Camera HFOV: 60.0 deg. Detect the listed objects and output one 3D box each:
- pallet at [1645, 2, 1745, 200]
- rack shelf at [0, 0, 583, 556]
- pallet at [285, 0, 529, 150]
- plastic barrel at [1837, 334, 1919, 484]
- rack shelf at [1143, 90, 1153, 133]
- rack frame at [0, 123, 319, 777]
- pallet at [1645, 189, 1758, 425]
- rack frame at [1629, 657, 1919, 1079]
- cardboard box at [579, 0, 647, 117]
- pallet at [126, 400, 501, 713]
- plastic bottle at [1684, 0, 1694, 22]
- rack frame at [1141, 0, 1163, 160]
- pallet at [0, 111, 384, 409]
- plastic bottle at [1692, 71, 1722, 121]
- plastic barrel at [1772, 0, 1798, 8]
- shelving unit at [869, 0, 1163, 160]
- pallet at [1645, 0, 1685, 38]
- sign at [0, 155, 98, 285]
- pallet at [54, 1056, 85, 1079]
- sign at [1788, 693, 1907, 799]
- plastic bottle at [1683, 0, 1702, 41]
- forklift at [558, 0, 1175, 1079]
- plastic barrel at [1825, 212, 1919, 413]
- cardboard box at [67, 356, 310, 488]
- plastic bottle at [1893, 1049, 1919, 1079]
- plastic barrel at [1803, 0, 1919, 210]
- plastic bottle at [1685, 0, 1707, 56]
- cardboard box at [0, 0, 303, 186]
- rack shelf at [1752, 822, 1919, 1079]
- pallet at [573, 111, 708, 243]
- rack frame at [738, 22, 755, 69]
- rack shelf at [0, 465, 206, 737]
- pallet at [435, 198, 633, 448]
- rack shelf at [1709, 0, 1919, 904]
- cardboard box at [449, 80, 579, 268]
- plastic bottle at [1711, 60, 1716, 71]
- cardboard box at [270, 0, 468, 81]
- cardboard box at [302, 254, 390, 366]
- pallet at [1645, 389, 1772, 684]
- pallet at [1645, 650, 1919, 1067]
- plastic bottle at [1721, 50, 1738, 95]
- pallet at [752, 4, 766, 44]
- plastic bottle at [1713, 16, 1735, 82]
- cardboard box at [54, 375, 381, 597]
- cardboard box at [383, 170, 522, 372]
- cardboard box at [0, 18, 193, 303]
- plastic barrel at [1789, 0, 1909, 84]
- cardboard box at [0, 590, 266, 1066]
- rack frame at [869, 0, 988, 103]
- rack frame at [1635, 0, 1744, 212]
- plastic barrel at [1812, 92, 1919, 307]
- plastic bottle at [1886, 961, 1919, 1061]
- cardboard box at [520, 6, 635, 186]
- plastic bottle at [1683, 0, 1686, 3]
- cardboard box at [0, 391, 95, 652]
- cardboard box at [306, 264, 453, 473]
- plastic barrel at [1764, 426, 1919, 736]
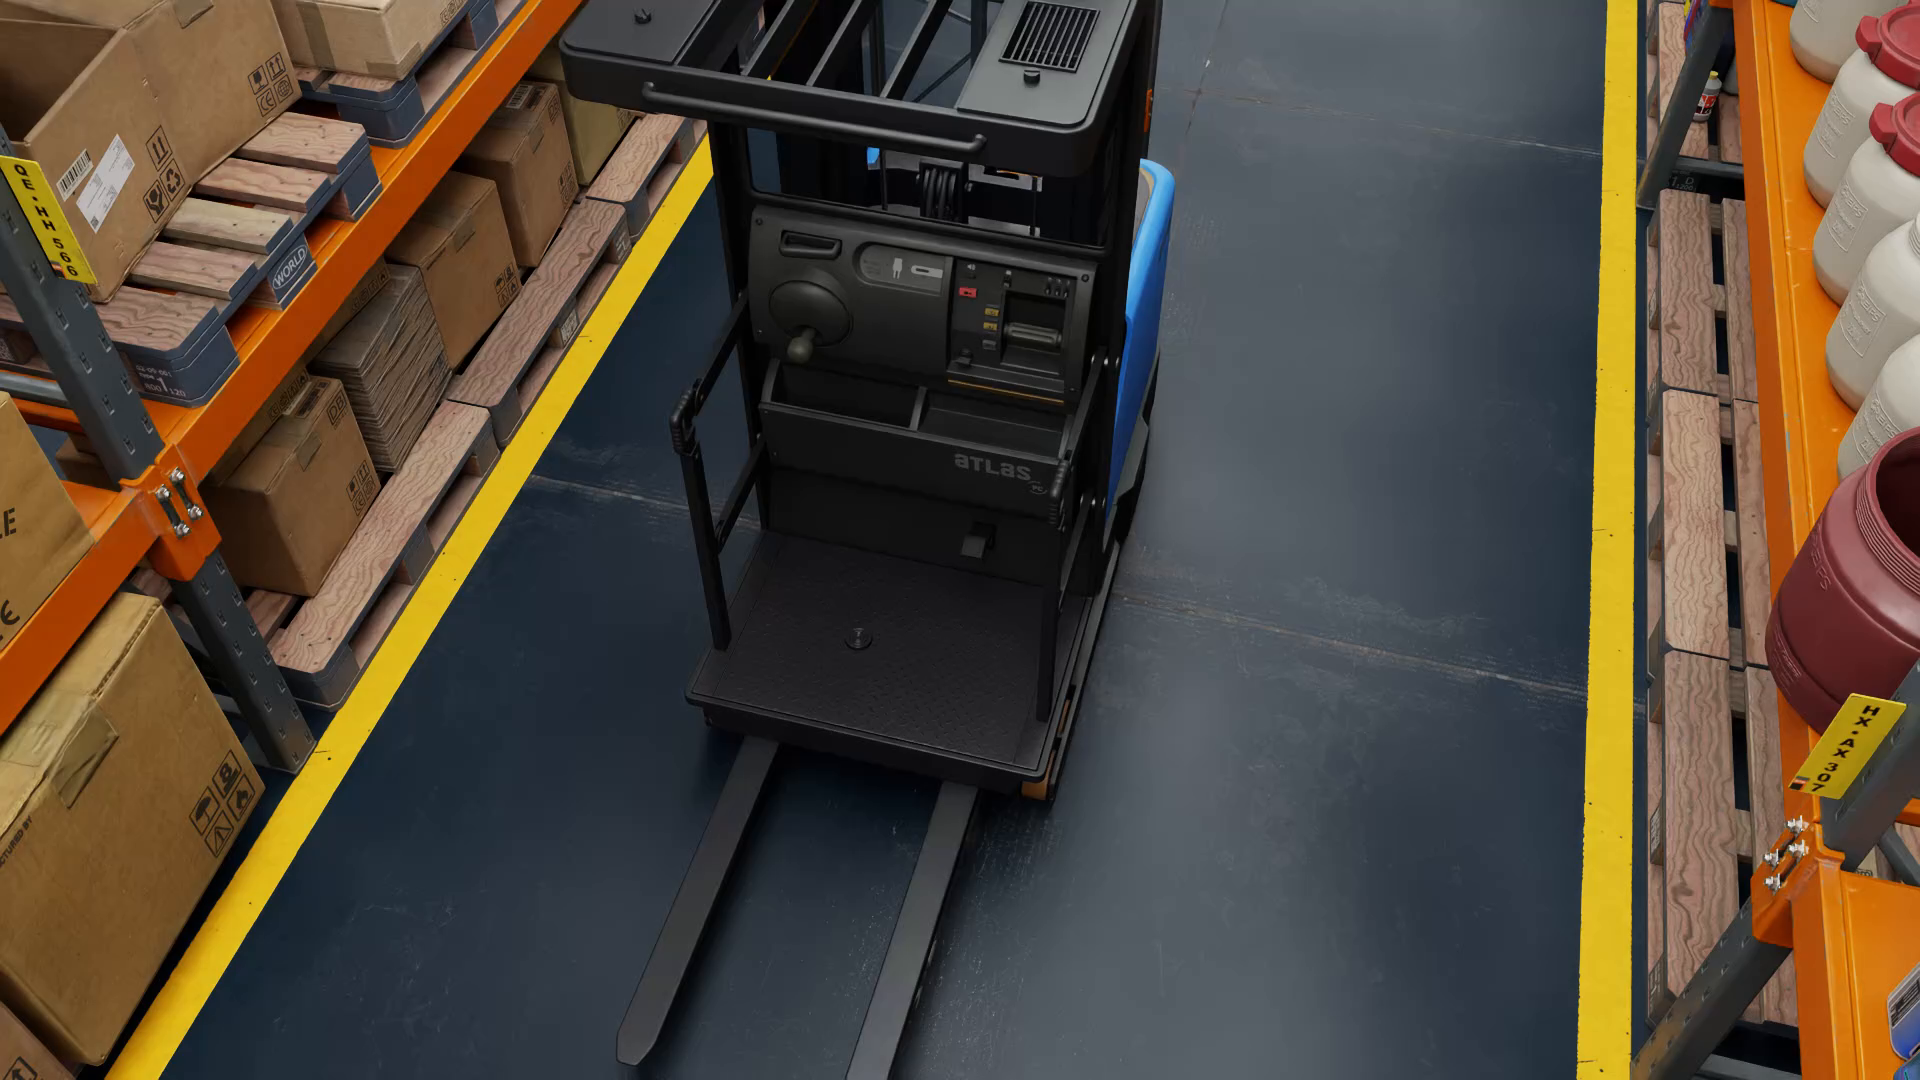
[{"bbox_3d":[3.548,-1.880,7.269,1.003,0.211,1.213,12,50,10],"label":"pallet"},{"bbox_3d":[-1.974,-1.618,5.657,1.077,0.370,4.000,12,50,10],"label":"rack shelf"},{"bbox_3d":[-2.019,-1.786,5.454,1.003,0.211,1.213,12,50,10],"label":"pallet"},{"bbox_3d":[2.343,-0.255,3.900,0.421,0.512,0.421,0,49,0],"label":"plastic barrel"},{"bbox_3d":[0.220,-1.511,6.323,0.538,0.185,1.000,33,56,26],"label":"rack shelf"},{"bbox_3d":[-2.500,-0.410,4.111,1.000,3.000,0.127,12,50,10],"label":"rack frame"},{"bbox_3d":[3.161,-0.827,6.339,1.003,0.211,1.213,12,50,10],"label":"pallet"},{"bbox_3d":[2.278,0.568,3.248,1.000,3.000,0.127,12,50,10],"label":"rack frame"},{"bbox_3d":[-1.630,-2.181,7.048,0.700,0.500,0.500,8,49,7],"label":"cardboard box"},{"bbox_3d":[-2.293,-0.052,5.655,1.003,0.211,1.213,12,50,10],"label":"pallet"},{"bbox_3d":[3.358,-2.490,7.420,0.144,0.351,0.185,11,50,10],"label":"plastic bottle"},{"bbox_3d":[0.551,-1.919,6.444,0.500,1.500,0.032,33,56,26],"label":"rack frame"},{"bbox_3d":[-2.416,-0.883,4.656,1.213,0.211,1.003,12,50,10],"label":"pallet"},{"bbox_3d":[3.126,-1.869,6.972,0.097,0.201,0.097,0,49,0],"label":"plastic bottle"},{"bbox_3d":[2.937,-2.272,5.420,0.600,0.901,0.708,12,50,10],"label":"plastic barrel"},{"bbox_3d":[0.214,-1.625,6.184,0.587,1.500,1.083,33,56,26],"label":"shelving unit"},{"bbox_3d":[3.867,-2.765,8.050,1.003,0.211,1.213,12,50,10],"label":"pallet"},{"bbox_3d":[-1.964,-0.686,3.582,0.100,0.325,0.005,12,50,10],"label":"sign"},{"bbox_3d":[-2.781,1.069,4.666,1.003,0.211,1.213,12,50,10],"label":"pallet"},{"bbox_3d":[1.745,0.410,3.278,0.100,0.325,0.005,12,50,10],"label":"sign"},{"bbox_3d":[3.275,-2.360,7.350,0.061,0.283,0.133,15,50,13],"label":"plastic bottle"},{"bbox_3d":[-0.166,-0.514,4.249,1.130,2.935,3.031,12,50,10],"label":"forklift"},{"bbox_3d":[2.453,-0.560,4.169,0.421,0.512,0.421,0,49,0],"label":"plastic barrel"},{"bbox_3d":[-2.353,-0.467,5.035,0.500,0.250,0.500,13,50,12],"label":"cardboard box"},{"bbox_3d":[1.795,0.938,3.007,0.097,0.271,0.097,0,49,0],"label":"plastic bottle"},{"bbox_3d":[2.674,-1.191,4.710,0.433,0.535,0.433,0,49,0],"label":"plastic barrel"},{"bbox_3d":[3.273,-2.256,7.214,0.144,0.351,0.185,9,49,8],"label":"plastic bottle"},{"bbox_3d":[-2.346,-1.404,4.641,0.700,0.500,0.500,18,51,16],"label":"cardboard box"},{"bbox_3d":[1.751,2.253,2.241,1.077,0.370,4.000,12,50,10],"label":"rack shelf"},{"bbox_3d":[-1.651,-1.817,7.213,1.003,0.211,1.213,12,50,10],"label":"pallet"},{"bbox_3d":[-1.448,-3.303,6.664,1.000,3.000,0.127,12,50,10],"label":"rack frame"},{"bbox_3d":[-3.027,1.275,3.104,1.077,0.370,4.000,12,50,10],"label":"rack shelf"},{"bbox_3d":[-1.970,-0.931,6.431,1.003,0.211,1.213,12,50,10],"label":"pallet"},{"bbox_3d":[2.804,-0.641,4.795,1.077,0.370,4.000,12,50,10],"label":"rack shelf"},{"bbox_3d":[-1.921,-1.435,6.390,0.700,0.500,0.500,8,49,7],"label":"cardboard box"},{"bbox_3d":[3.139,-1.985,7.020,0.061,0.283,0.133,14,50,12],"label":"plastic bottle"},{"bbox_3d":[-1.837,-1.666,5.039,0.500,0.250,0.500,10,49,9],"label":"cardboard box"},{"bbox_3d":[-2.223,-0.852,5.375,0.500,0.250,0.500,17,51,14],"label":"cardboard box"},{"bbox_3d":[2.842,0.058,5.558,1.003,0.211,1.213,12,50,10],"label":"pallet"},{"bbox_3d":[2.519,0.938,4.781,1.003,0.211,1.213,12,50,10],"label":"pallet"},{"bbox_3d":[3.361,-2.089,7.066,0.144,0.351,0.185,12,50,10],"label":"plastic bottle"},{"bbox_3d":[-1.305,-2.873,8.145,1.003,0.211,1.213,12,50,10],"label":"pallet"},{"bbox_3d":[3.222,-2.117,7.091,0.144,0.351,0.185,10,49,9],"label":"plastic bottle"},{"bbox_3d":[-2.343,-0.217,5.314,0.700,0.500,0.500,9,49,8],"label":"cardboard box"},{"bbox_3d":[-2.067,-1.032,6.034,0.700,0.500,0.500,15,50,13],"label":"cardboard box"},{"bbox_3d":[-2.397,-0.980,4.268,0.500,0.500,0.500,6,49,5],"label":"cardboard box"},{"bbox_3d":[2.867,-1.722,5.178,0.433,0.535,0.433,0,49,0],"label":"plastic barrel"},{"bbox_3d":[-2.702,0.650,4.313,1.225,0.875,0.875,9,49,8],"label":"cardboard box"},{"bbox_3d":[-0.111,-1.341,5.933,0.500,1.500,0.032,33,56,26],"label":"rack frame"},{"bbox_3d":[3.331,-2.325,5.802,1.000,3.000,0.127,12,50,10],"label":"rack frame"},{"bbox_3d":[2.560,-0.878,4.434,0.433,0.535,0.433,0,49,0],"label":"plastic barrel"},{"bbox_3d":[1.852,0.858,3.075,0.152,0.276,0.135,12,50,10],"label":"plastic bottle"},{"bbox_3d":[-1.774,-1.840,6.747,0.700,0.500,0.500,11,50,10],"label":"cardboard box"},{"bbox_3d":[3.404,-2.582,7.551,0.152,0.276,0.135,12,50,11],"label":"plastic bottle"},{"bbox_3d":[-2.391,-0.037,3.715,0.500,0.500,0.500,13,50,11],"label":"cardboard box"},{"bbox_3d":[-2.210,-0.620,5.671,0.700,0.500,0.500,8,49,7],"label":"cardboard box"},{"bbox_3d":[2.108,0.127,3.546,0.600,0.536,0.708,12,50,10],"label":"plastic barrel"}]
